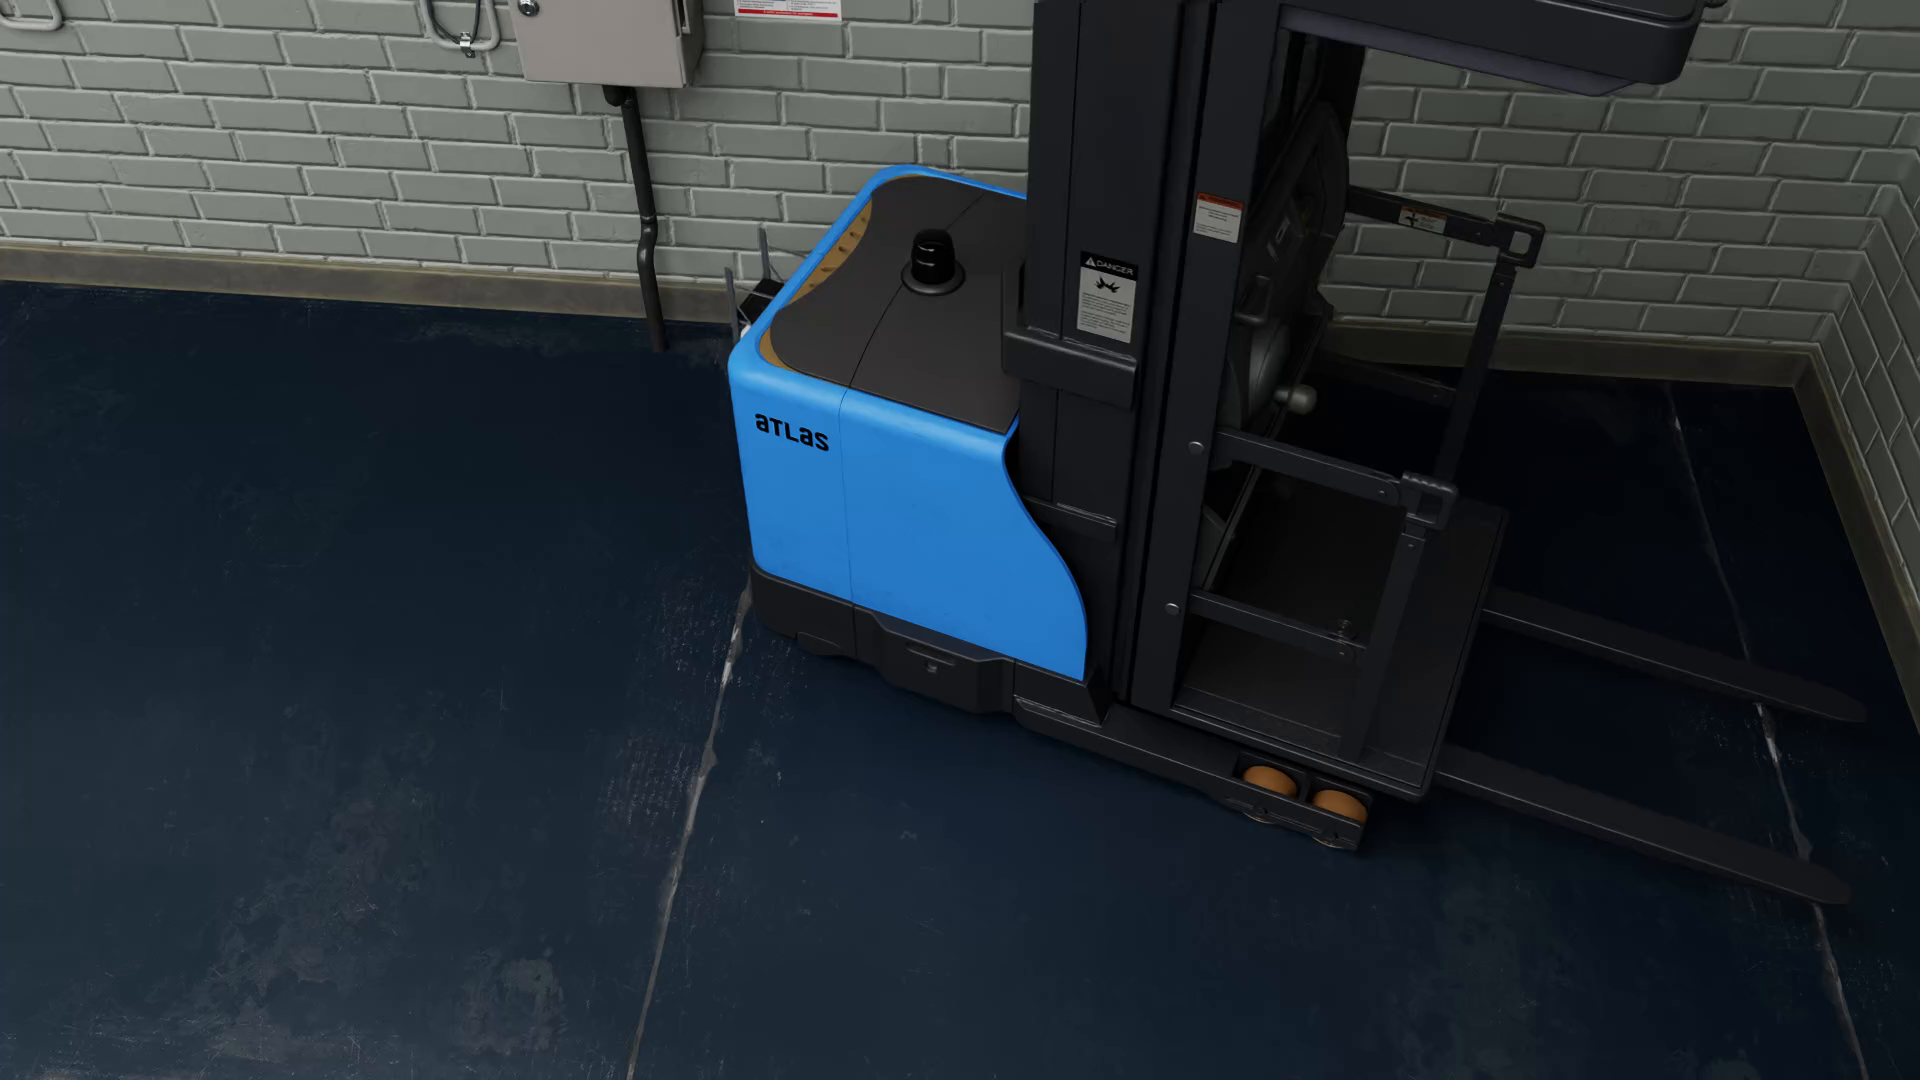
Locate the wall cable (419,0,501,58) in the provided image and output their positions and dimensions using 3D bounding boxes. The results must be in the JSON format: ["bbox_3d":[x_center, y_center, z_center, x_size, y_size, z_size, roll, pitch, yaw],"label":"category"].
[{"bbox_3d":[-1.700,-2.174,4.517,0.588,1.984,0.122,4,48,4],"label":"wall cable"}]

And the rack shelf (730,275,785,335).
[{"bbox_3d":[-0.519,-0.666,4.928,0.258,0.077,0.200,18,50,16],"label":"rack shelf"}]

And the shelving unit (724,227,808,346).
[{"bbox_3d":[-0.519,-0.506,5.102,0.258,0.900,0.210,18,50,16],"label":"shelving unit"}]

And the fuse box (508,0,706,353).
[{"bbox_3d":[-1.035,-1.235,5.220,0.539,1.711,0.414,4,48,4],"label":"fuse box"}]

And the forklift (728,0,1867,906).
[{"bbox_3d":[0.952,-0.609,3.820,3.031,2.935,1.130,18,50,16],"label":"forklift"}]

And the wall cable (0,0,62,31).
[{"bbox_3d":[-3.113,-2.272,4.585,0.585,1.953,0.123,4,48,4],"label":"wall cable"}]

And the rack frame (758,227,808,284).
[{"bbox_3d":[-0.478,-0.575,5.165,0.240,0.900,0.006,18,50,16],"label":"rack frame"}]

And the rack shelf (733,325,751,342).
[{"bbox_3d":[-0.519,-0.605,4.994,0.258,0.077,0.200,18,50,16],"label":"rack shelf"}]

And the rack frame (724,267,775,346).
[{"bbox_3d":[-0.559,-0.437,5.040,0.240,0.900,0.006,18,50,16],"label":"rack frame"}]

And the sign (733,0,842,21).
[{"bbox_3d":[-0.524,-1.757,4.888,0.329,0.494,0.001,4,48,4],"label":"sign"}]
